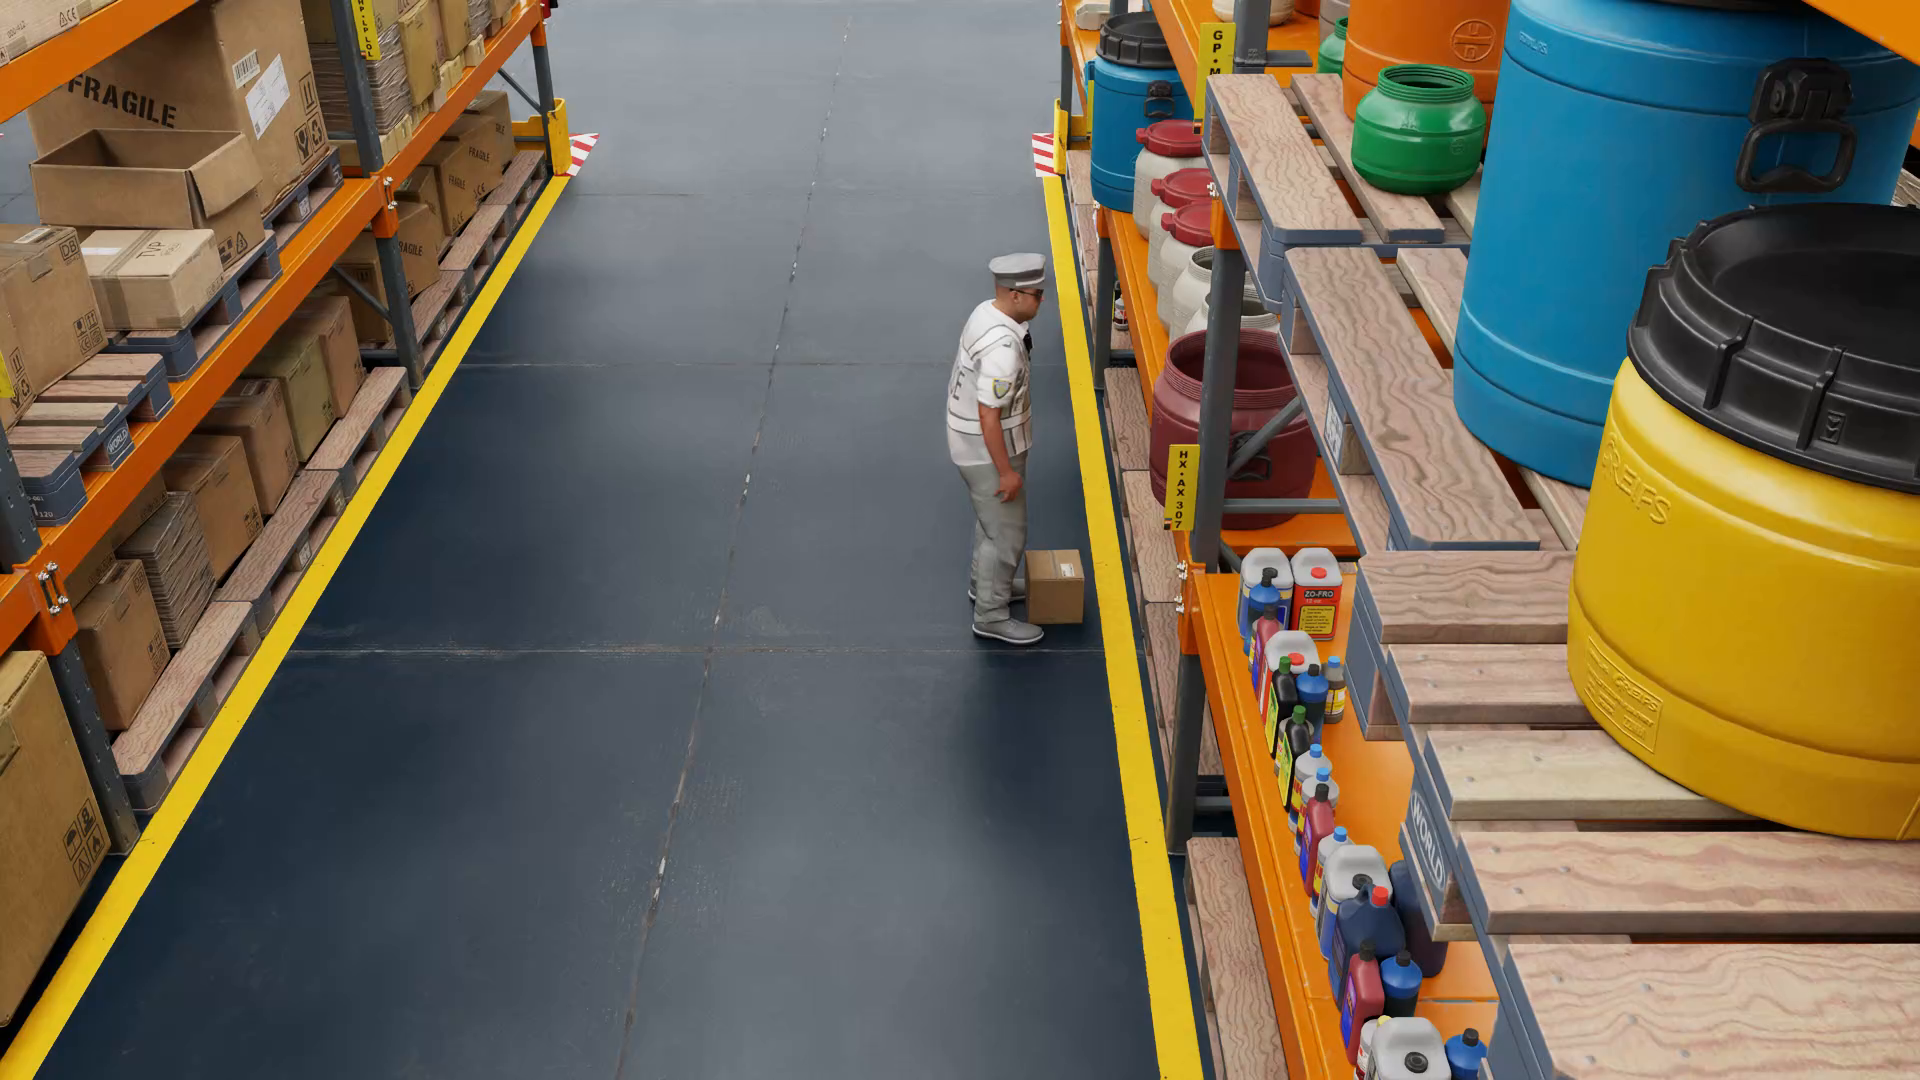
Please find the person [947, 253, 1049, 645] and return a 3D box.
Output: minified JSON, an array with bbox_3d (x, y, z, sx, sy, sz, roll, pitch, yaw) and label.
[{"bbox_3d":[0.161,-0.413,7.305,0.439,1.748,0.586,0,31,0],"label":"person"}]
